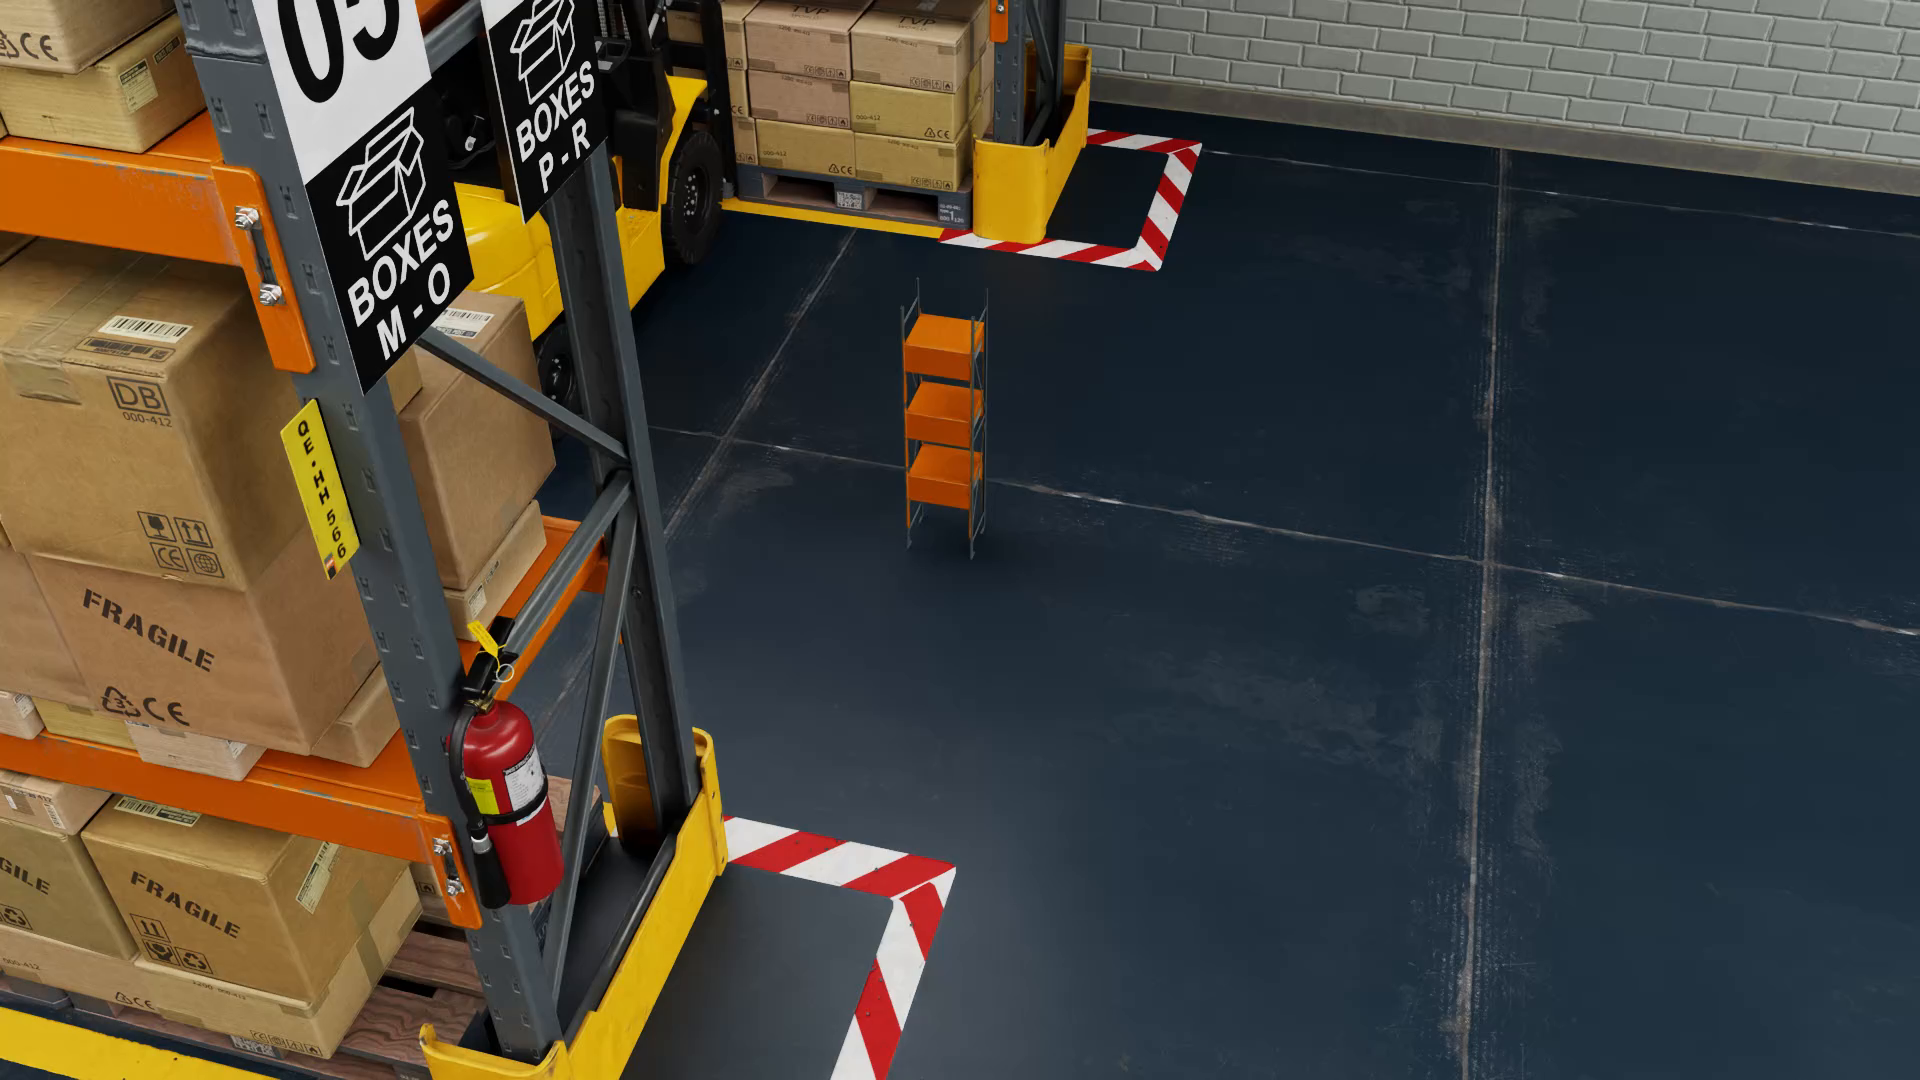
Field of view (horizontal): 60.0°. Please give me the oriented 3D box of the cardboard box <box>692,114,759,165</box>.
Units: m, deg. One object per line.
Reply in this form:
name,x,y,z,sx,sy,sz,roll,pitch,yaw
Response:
cardboard box,-1.153,-2.112,8.243,0.500,0.250,0.500,10,41,12

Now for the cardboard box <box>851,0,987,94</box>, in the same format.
cardboard box,-0.185,-2.318,7.712,0.500,0.250,0.500,11,41,13

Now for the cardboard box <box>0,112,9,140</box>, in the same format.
cardboard box,-1.604,-0.819,2.756,0.250,0.149,0.380,10,41,12

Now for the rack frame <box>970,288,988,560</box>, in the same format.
rack frame,0.066,-0.391,5.899,0.008,1.050,0.200,10,41,11

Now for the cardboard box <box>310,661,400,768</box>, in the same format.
cardboard box,-1.355,0.307,3.748,0.250,0.149,0.380,11,41,13

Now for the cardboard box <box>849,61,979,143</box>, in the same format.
cardboard box,-0.210,-2.131,7.877,0.500,0.250,0.500,9,41,11

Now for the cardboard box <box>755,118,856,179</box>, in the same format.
cardboard box,-0.673,-2.023,8.138,0.500,0.250,0.500,10,41,11

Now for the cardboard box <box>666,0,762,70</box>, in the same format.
cardboard box,-1.169,-2.477,7.901,0.500,0.250,0.500,10,41,12

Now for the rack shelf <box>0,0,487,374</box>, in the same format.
rack shelf,-2.871,-1.066,3.414,4.000,0.370,1.077,10,41,11

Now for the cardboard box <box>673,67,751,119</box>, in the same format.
cardboard box,-1.196,-2.293,8.071,0.500,0.250,0.500,9,41,10

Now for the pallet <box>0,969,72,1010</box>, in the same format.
pallet,-2.962,0.834,5.093,1.213,0.211,1.003,10,41,11

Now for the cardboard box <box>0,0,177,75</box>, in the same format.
cardboard box,-1.502,-0.983,2.641,0.500,0.250,0.500,9,41,11

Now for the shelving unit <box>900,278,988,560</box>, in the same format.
shelving unit,-0.052,-0.411,5.923,0.252,1.050,0.215,10,41,11

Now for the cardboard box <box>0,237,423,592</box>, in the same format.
cardboard box,-1.488,-0.345,3.241,0.500,0.500,0.700,9,41,10

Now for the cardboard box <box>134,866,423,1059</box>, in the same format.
cardboard box,-1.812,1.061,4.466,0.500,0.250,0.500,10,41,11

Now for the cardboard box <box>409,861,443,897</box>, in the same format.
cardboard box,-1.646,0.726,4.865,0.500,0.250,0.500,9,41,11

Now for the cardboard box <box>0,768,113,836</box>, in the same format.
cardboard box,-2.152,0.506,4.039,0.250,0.149,0.380,11,41,13

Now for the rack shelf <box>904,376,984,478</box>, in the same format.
rack shelf,-0.052,-0.403,5.930,0.240,0.259,0.215,10,41,11

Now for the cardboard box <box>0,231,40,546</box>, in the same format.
cardboard box,-1.975,-0.433,3.347,0.500,0.500,0.700,10,41,12

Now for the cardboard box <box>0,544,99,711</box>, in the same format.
cardboard box,-2.017,-0.018,3.629,0.500,0.500,0.500,10,41,12

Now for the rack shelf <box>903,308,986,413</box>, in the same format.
rack shelf,-0.052,-0.620,5.747,0.240,0.259,0.215,10,41,11

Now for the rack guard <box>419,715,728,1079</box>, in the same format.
rack guard,-1.012,1.084,4.570,0.348,0.500,1.175,10,41,11

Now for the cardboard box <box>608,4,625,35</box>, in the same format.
cardboard box,-1.657,-2.566,8.007,0.500,0.250,0.500,9,41,11

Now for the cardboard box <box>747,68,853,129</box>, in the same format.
cardboard box,-0.692,-2.221,7.985,0.500,0.250,0.500,9,41,11

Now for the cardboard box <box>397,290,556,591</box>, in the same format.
cardboard box,-1.324,-0.263,3.922,0.500,0.500,0.500,9,41,11

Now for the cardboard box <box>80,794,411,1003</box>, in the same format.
cardboard box,-1.780,0.774,4.225,0.500,0.500,0.500,10,41,12

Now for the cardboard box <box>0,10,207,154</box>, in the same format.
cardboard box,-1.356,-0.798,2.731,0.250,0.149,0.380,10,41,12

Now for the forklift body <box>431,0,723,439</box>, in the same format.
forklift body,-1.962,-1.801,6.722,1.214,2.155,2.313,10,41,11

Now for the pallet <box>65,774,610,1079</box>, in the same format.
pallet,-1.788,1.038,4.850,1.213,0.211,1.003,10,41,11

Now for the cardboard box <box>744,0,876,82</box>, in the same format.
cardboard box,-0.679,-2.399,7.809,0.500,0.250,0.500,10,41,12

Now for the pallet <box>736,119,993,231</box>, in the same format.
pallet,-0.409,-1.978,8.441,1.213,0.211,1.003,10,41,11

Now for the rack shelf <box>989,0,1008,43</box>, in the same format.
rack shelf,-1.591,-3.002,8.051,4.000,0.370,1.077,10,41,11

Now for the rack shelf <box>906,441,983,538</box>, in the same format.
rack shelf,-0.052,-0.190,6.108,0.240,0.259,0.215,10,41,11

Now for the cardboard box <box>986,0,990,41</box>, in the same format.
cardboard box,-0.074,-2.633,8.087,0.500,0.250,0.500,9,41,11

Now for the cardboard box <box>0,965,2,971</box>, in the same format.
cardboard box,-2.794,0.890,4.669,0.500,0.250,0.500,8,41,10

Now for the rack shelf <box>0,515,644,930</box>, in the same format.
rack shelf,-2.871,0.083,4.378,4.000,0.370,1.077,10,41,11

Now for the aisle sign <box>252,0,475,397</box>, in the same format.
aisle sign,-0.954,-0.665,2.688,0.004,0.787,0.394,10,41,11

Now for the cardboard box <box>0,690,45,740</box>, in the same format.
cardboard box,-2.127,0.254,3.811,0.250,0.149,0.380,10,41,12

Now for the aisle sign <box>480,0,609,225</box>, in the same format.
aisle sign,-0.799,-1.038,3.132,0.004,0.787,0.394,10,41,11

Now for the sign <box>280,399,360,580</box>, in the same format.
sign,-1.101,-0.083,2.871,0.005,0.325,0.100,10,41,11

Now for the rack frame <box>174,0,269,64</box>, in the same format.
rack frame,-0.939,-2.157,1.822,0.127,3.000,1.000,10,41,11

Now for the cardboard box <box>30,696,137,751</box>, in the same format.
cardboard box,-1.871,0.278,3.782,0.250,0.149,0.380,9,41,11

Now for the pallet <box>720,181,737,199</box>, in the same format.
pallet,-1.583,-2.182,8.684,1.213,0.211,1.003,10,41,11

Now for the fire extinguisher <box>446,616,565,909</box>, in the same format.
fire extinguisher,-0.947,0.475,3.412,0.183,0.674,0.296,10,41,11

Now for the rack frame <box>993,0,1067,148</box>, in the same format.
rack frame,0.341,-2.945,7.424,0.127,3.000,1.000,10,41,11

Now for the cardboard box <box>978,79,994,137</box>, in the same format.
cardboard box,-0.083,-2.256,8.415,0.500,0.250,0.500,10,41,12

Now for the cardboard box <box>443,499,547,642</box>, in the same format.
cardboard box,-1.213,0.051,4.052,0.250,0.149,0.380,10,41,12

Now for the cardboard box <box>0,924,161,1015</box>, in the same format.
cardboard box,-2.287,0.974,4.570,0.500,0.250,0.500,10,41,12

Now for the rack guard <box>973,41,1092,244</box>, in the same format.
rack guard,0.364,-1.983,8.223,0.348,0.500,1.175,10,41,11

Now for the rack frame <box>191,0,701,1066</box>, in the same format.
rack frame,-0.939,0.140,3.751,0.127,3.000,1.000,10,41,11

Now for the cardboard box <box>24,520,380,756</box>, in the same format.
cardboard box,-1.534,0.069,3.527,0.500,0.500,0.500,9,41,11

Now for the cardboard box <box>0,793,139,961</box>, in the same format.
cardboard box,-2.285,0.689,4.326,0.500,0.500,0.500,11,41,13

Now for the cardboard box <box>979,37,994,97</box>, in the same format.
cardboard box,-0.060,-2.451,8.259,0.500,0.250,0.500,10,41,12

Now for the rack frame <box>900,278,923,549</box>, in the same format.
rack frame,-0.170,-0.431,5.947,0.008,1.050,0.200,10,41,11

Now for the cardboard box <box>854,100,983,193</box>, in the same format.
cardboard box,-0.195,-1.934,8.032,0.500,0.250,0.500,10,41,12

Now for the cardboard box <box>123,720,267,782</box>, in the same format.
cardboard box,-1.628,0.334,3.716,0.250,0.149,0.380,9,41,11
